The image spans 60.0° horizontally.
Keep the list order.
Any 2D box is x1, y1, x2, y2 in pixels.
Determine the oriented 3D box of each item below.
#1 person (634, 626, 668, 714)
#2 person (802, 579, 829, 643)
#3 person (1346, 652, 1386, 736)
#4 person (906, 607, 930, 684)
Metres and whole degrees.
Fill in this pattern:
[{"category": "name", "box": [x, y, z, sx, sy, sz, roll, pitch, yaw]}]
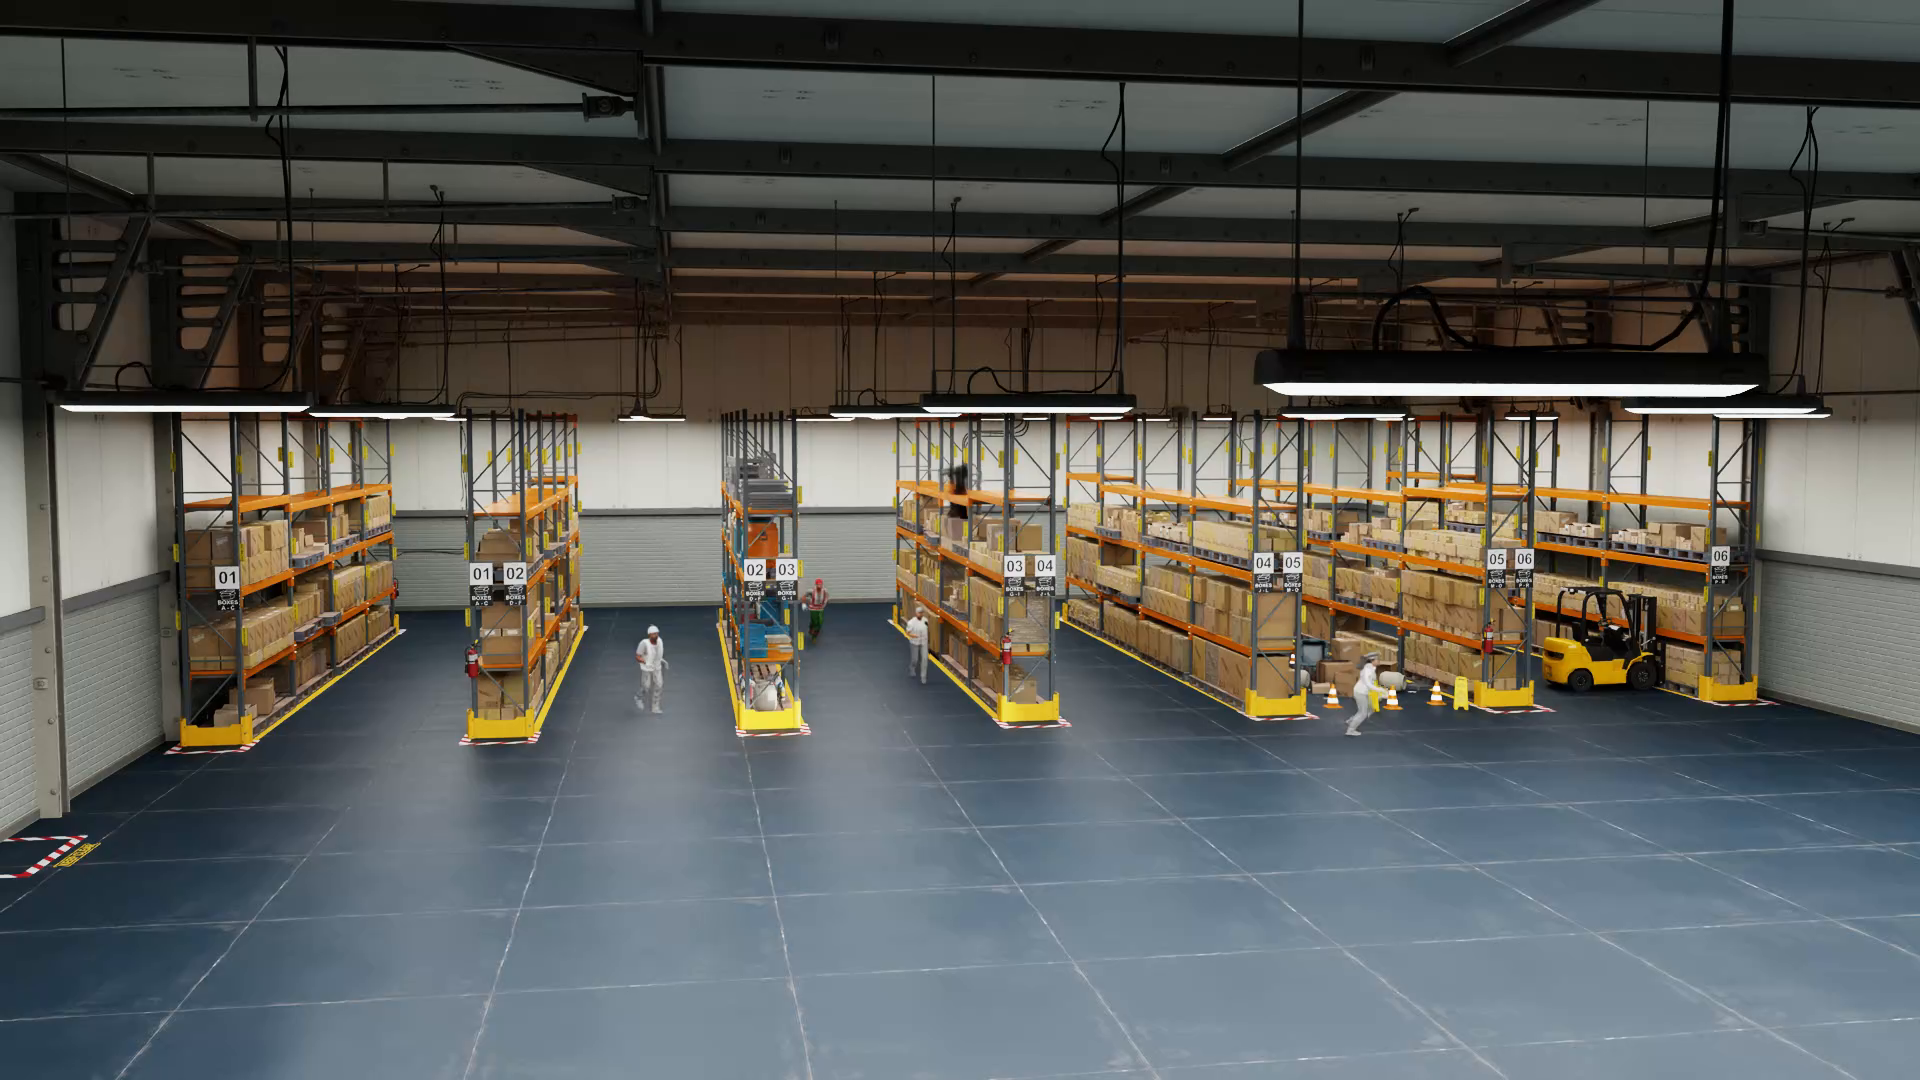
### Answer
[{"category": "person", "box": [-6.170, 2.555, 32.964, 0.687, 1.738, 0.878, -3, 5, -39]}, {"category": "person", "box": [-3.750, 1.854, 43.433, 0.656, 1.709, 0.744, -2, 4, -28]}, {"category": "person", "box": [7.432, 2.811, 30.467, 0.720, 1.574, 0.590, 1, 4, 20]}, {"category": "person", "box": [-0.926, 2.313, 37.023, 0.580, 1.666, 0.921, -1, 4, -13]}]
